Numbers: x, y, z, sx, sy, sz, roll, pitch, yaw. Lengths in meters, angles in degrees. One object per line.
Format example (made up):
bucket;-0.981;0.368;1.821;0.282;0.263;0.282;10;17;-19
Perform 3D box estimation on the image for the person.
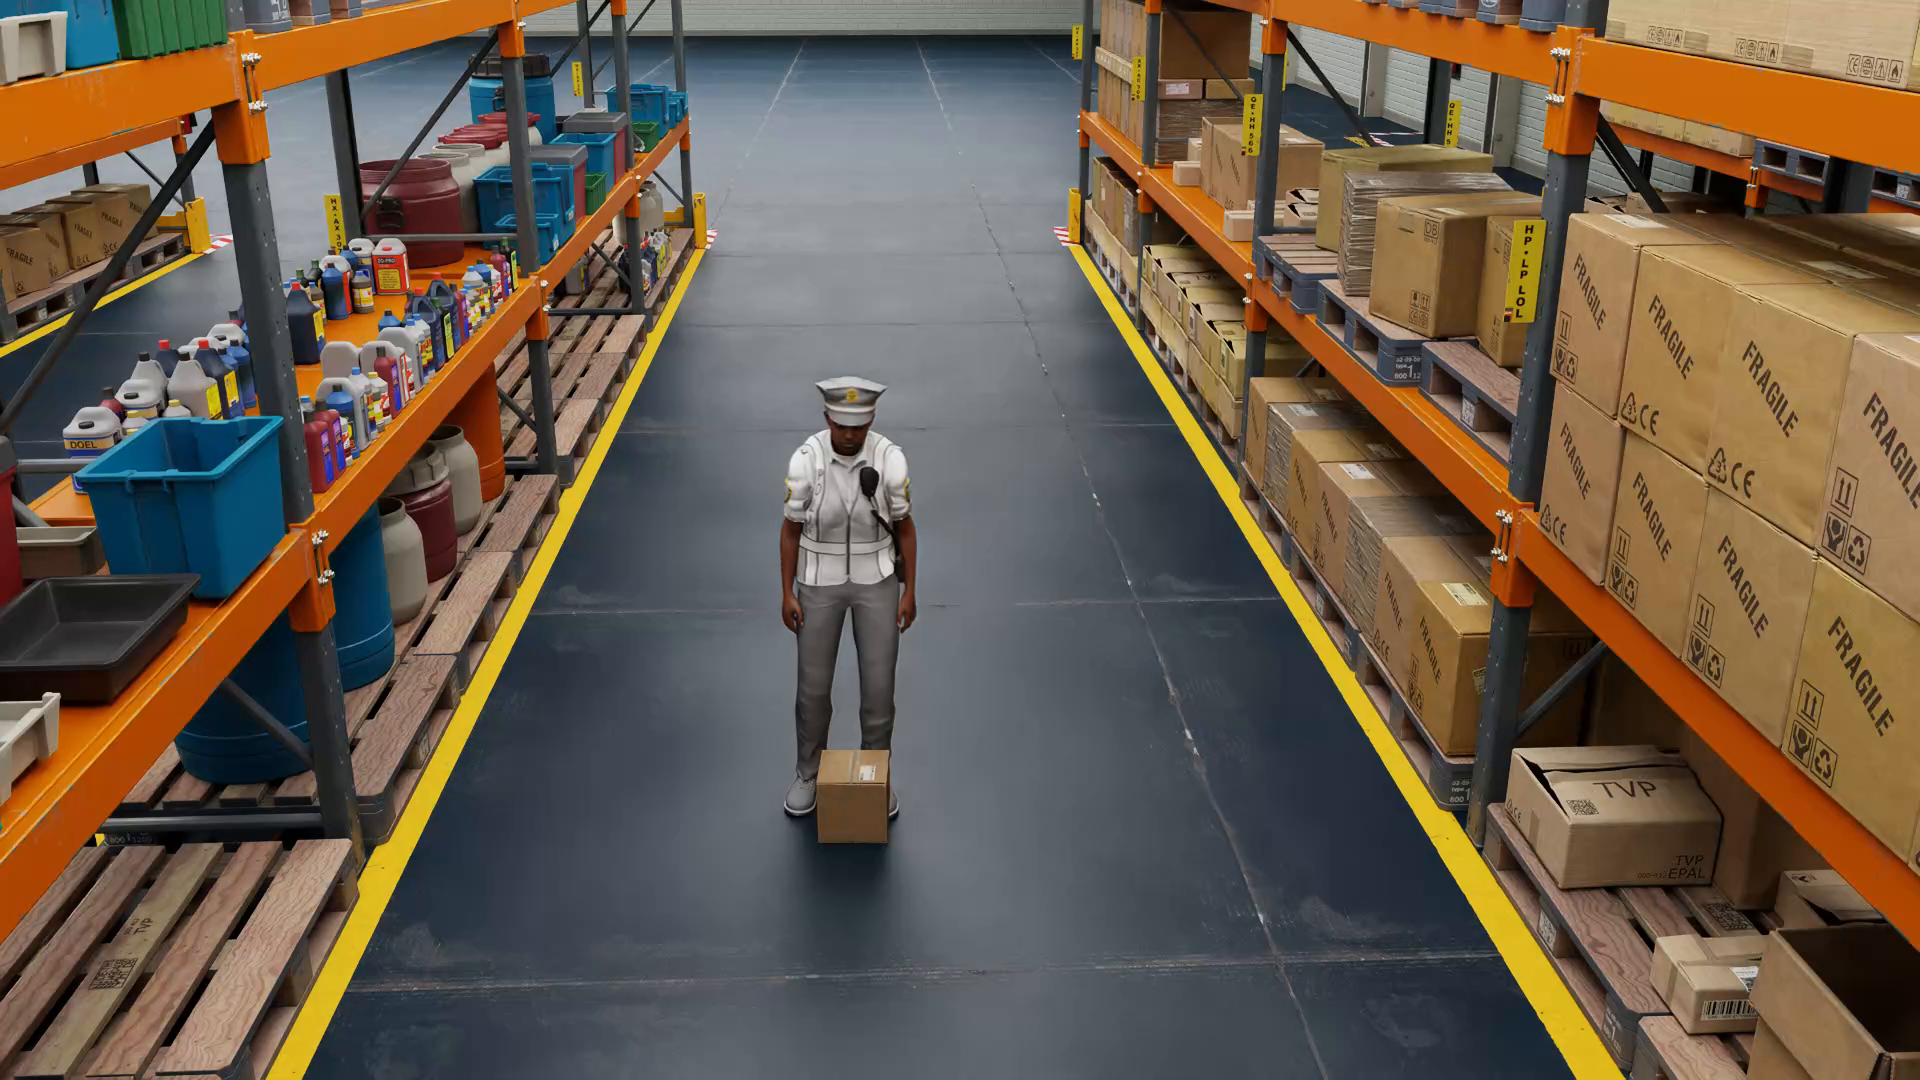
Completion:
person;-0.410;0.200;6.046;0.512;1.657;0.416;-1;21;-3
